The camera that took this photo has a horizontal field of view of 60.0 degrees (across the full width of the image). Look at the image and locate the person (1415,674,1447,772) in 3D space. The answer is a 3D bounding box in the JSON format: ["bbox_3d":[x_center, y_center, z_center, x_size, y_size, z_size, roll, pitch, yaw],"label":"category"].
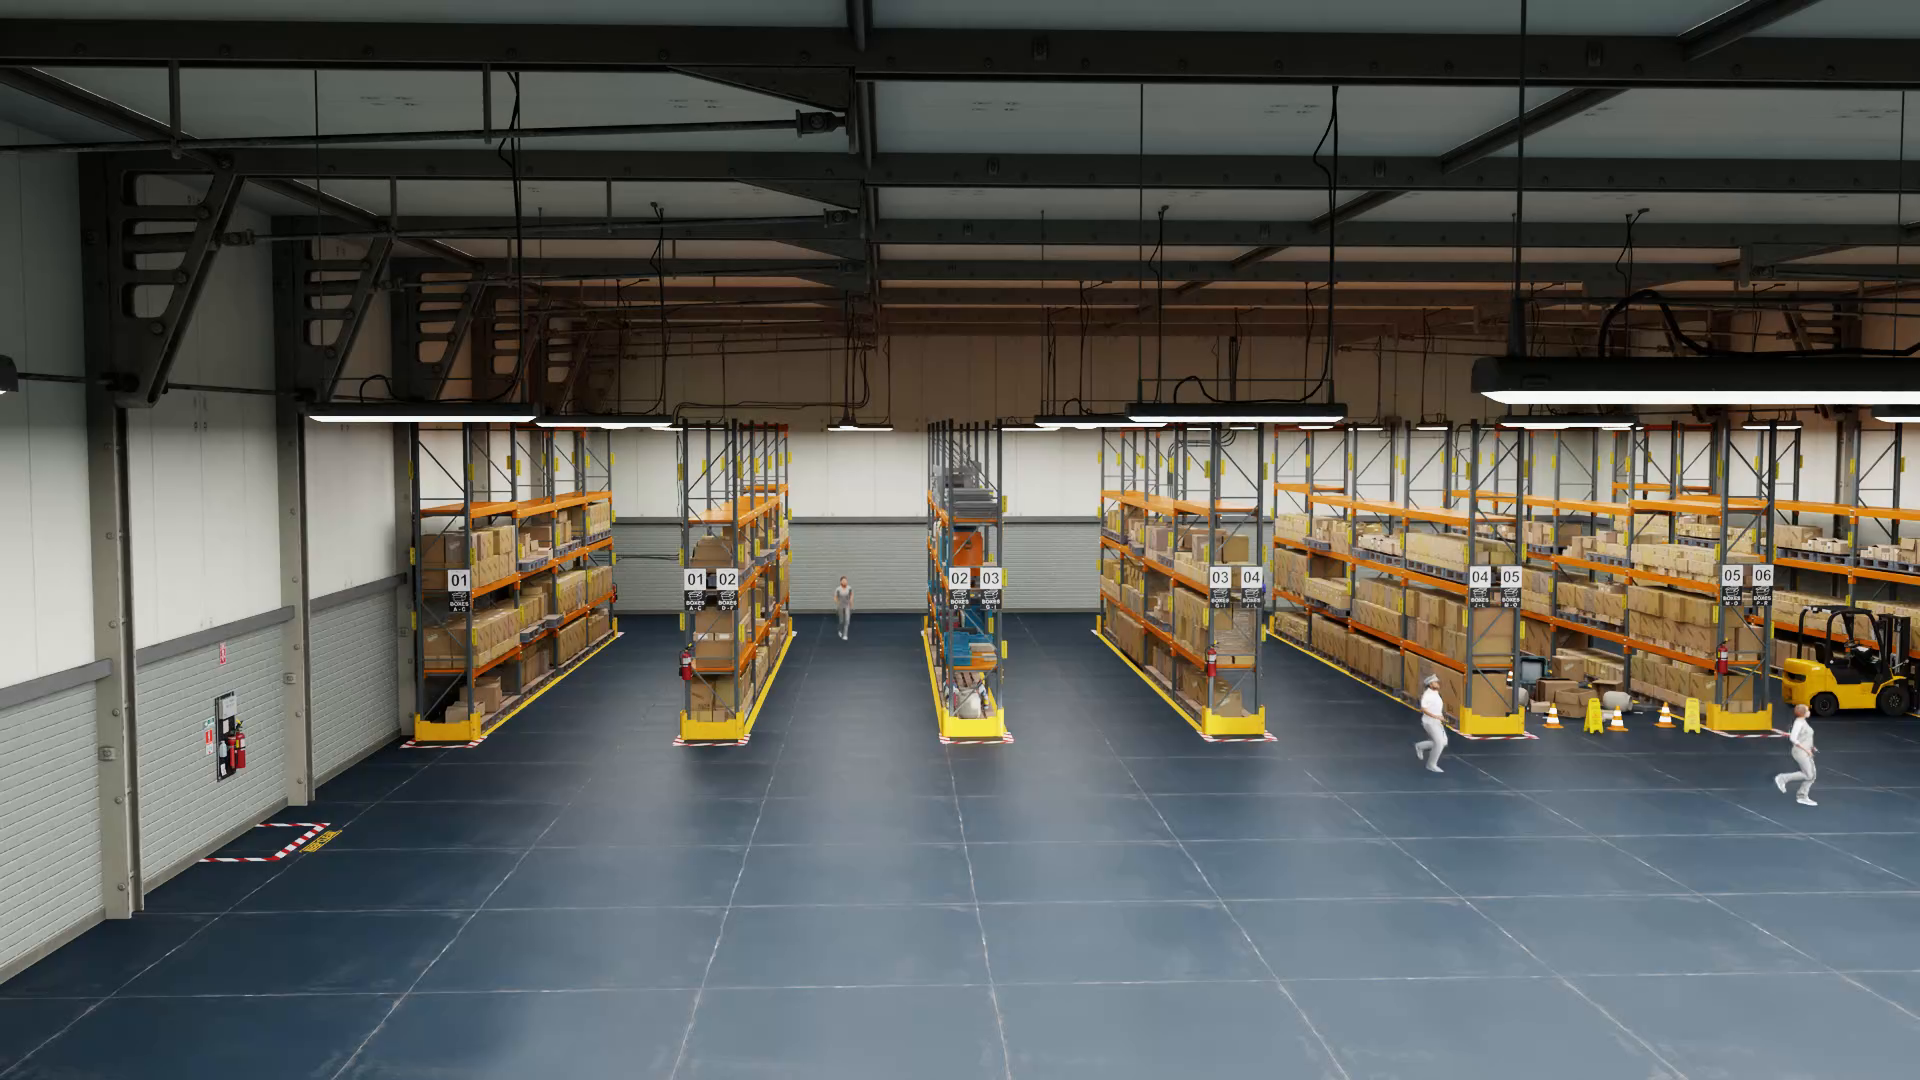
[{"bbox_3d":[7.991,3.097,28.257,0.554,1.660,0.617,2,4,30],"label":"person"}]

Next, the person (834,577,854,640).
[{"bbox_3d":[-3.089,1.796,44.175,0.549,1.653,0.731,-1,4,-14],"label":"person"}]

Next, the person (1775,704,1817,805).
[{"bbox_3d":[12.955,3.304,25.725,0.589,1.561,0.537,3,4,34],"label":"person"}]

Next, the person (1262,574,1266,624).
[{"bbox_3d":[8.756,1.805,48.729,0.629,1.660,0.614,-2,4,-28],"label":"person"}]
